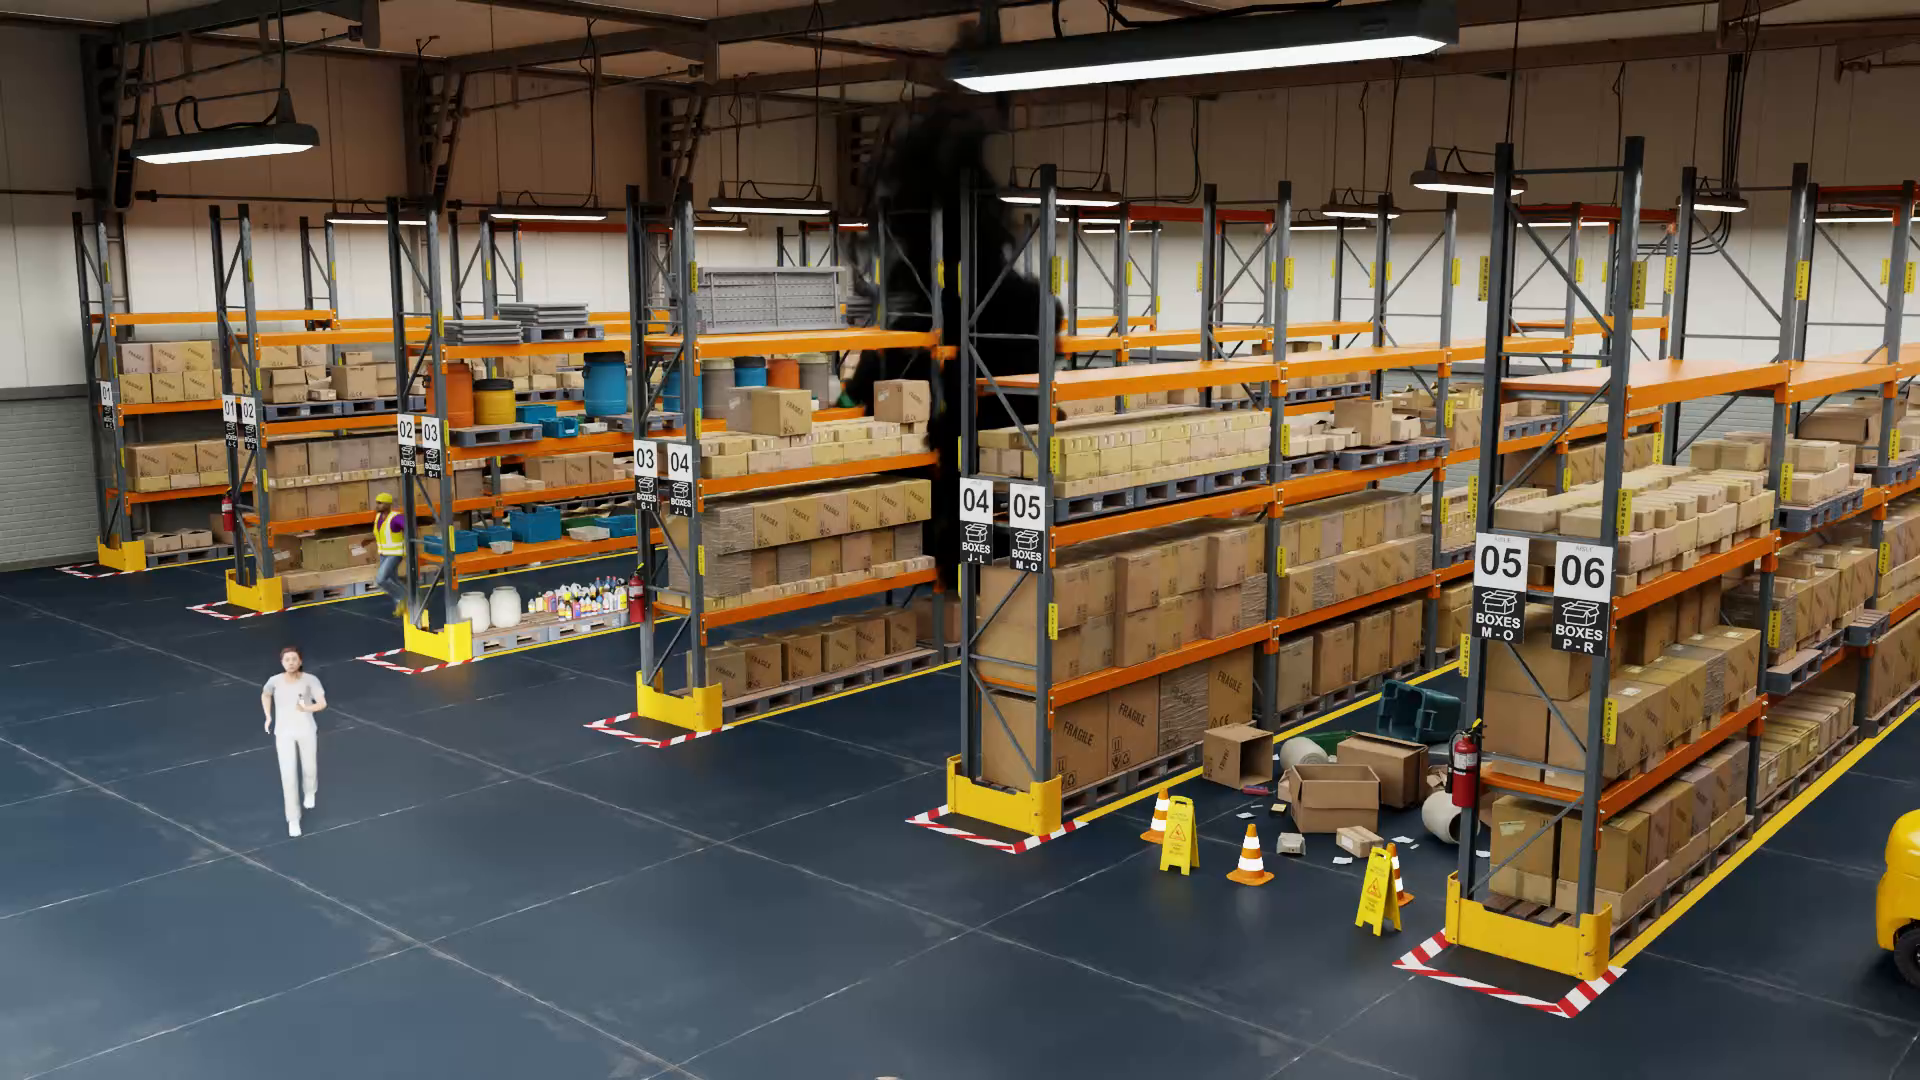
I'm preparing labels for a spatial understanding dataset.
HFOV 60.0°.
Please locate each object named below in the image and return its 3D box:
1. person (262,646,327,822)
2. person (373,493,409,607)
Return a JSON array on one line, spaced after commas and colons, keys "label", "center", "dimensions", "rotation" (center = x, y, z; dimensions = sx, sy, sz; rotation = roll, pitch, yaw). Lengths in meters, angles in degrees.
[{"label": "person", "center": [-6.141, 1.746, 15.362], "dimensions": [0.552, 1.580, 0.809], "rotation": [-3, 10, -20]}, {"label": "person", "center": [-7.915, 0.165, 23.131], "dimensions": [0.685, 1.663, 0.612], "rotation": [8, 12, 38]}]
